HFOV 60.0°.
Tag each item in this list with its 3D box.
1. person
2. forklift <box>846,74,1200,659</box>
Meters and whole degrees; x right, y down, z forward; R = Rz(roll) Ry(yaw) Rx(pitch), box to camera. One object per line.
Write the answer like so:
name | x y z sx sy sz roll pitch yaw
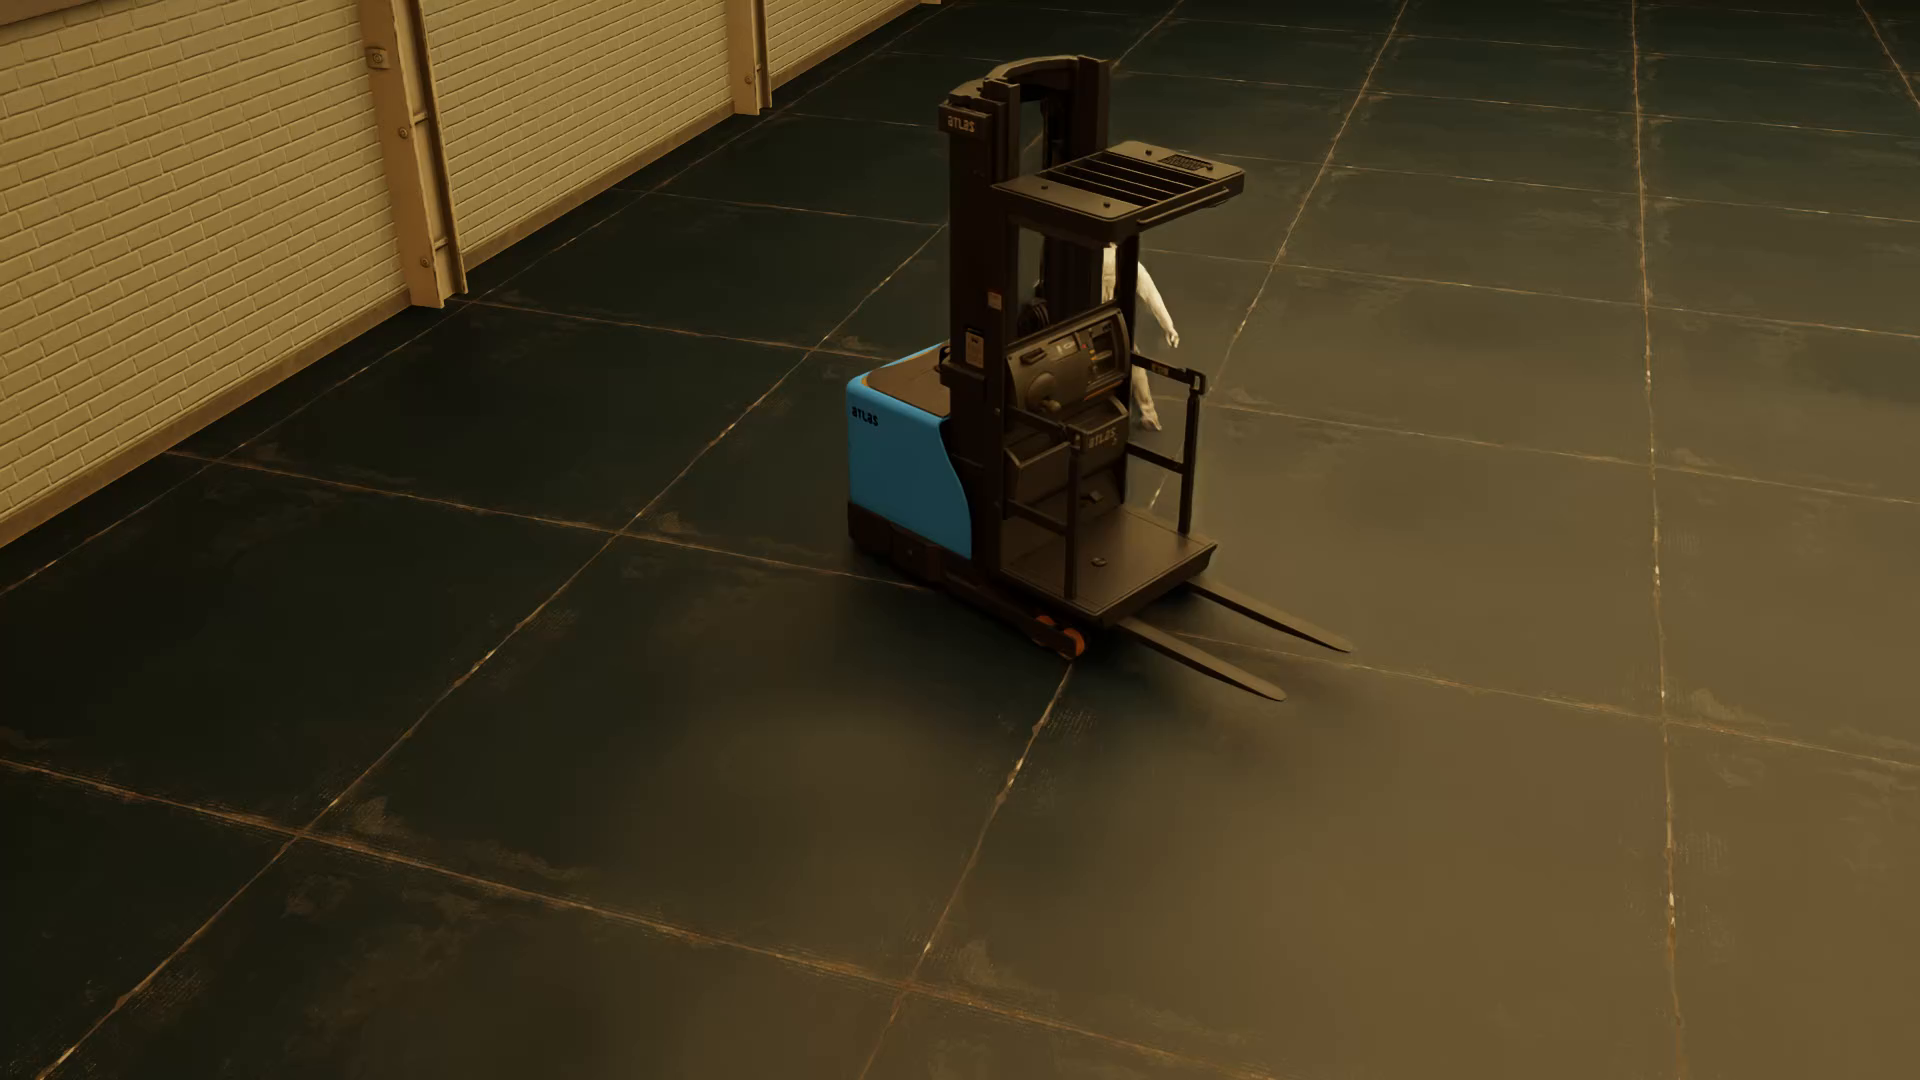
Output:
person | 0.960 -1.367 11.094 0.973 1.596 0.534 2 30 4
forklift | 0.344 -1.081 9.097 1.939 2.867 1.129 26 38 37
